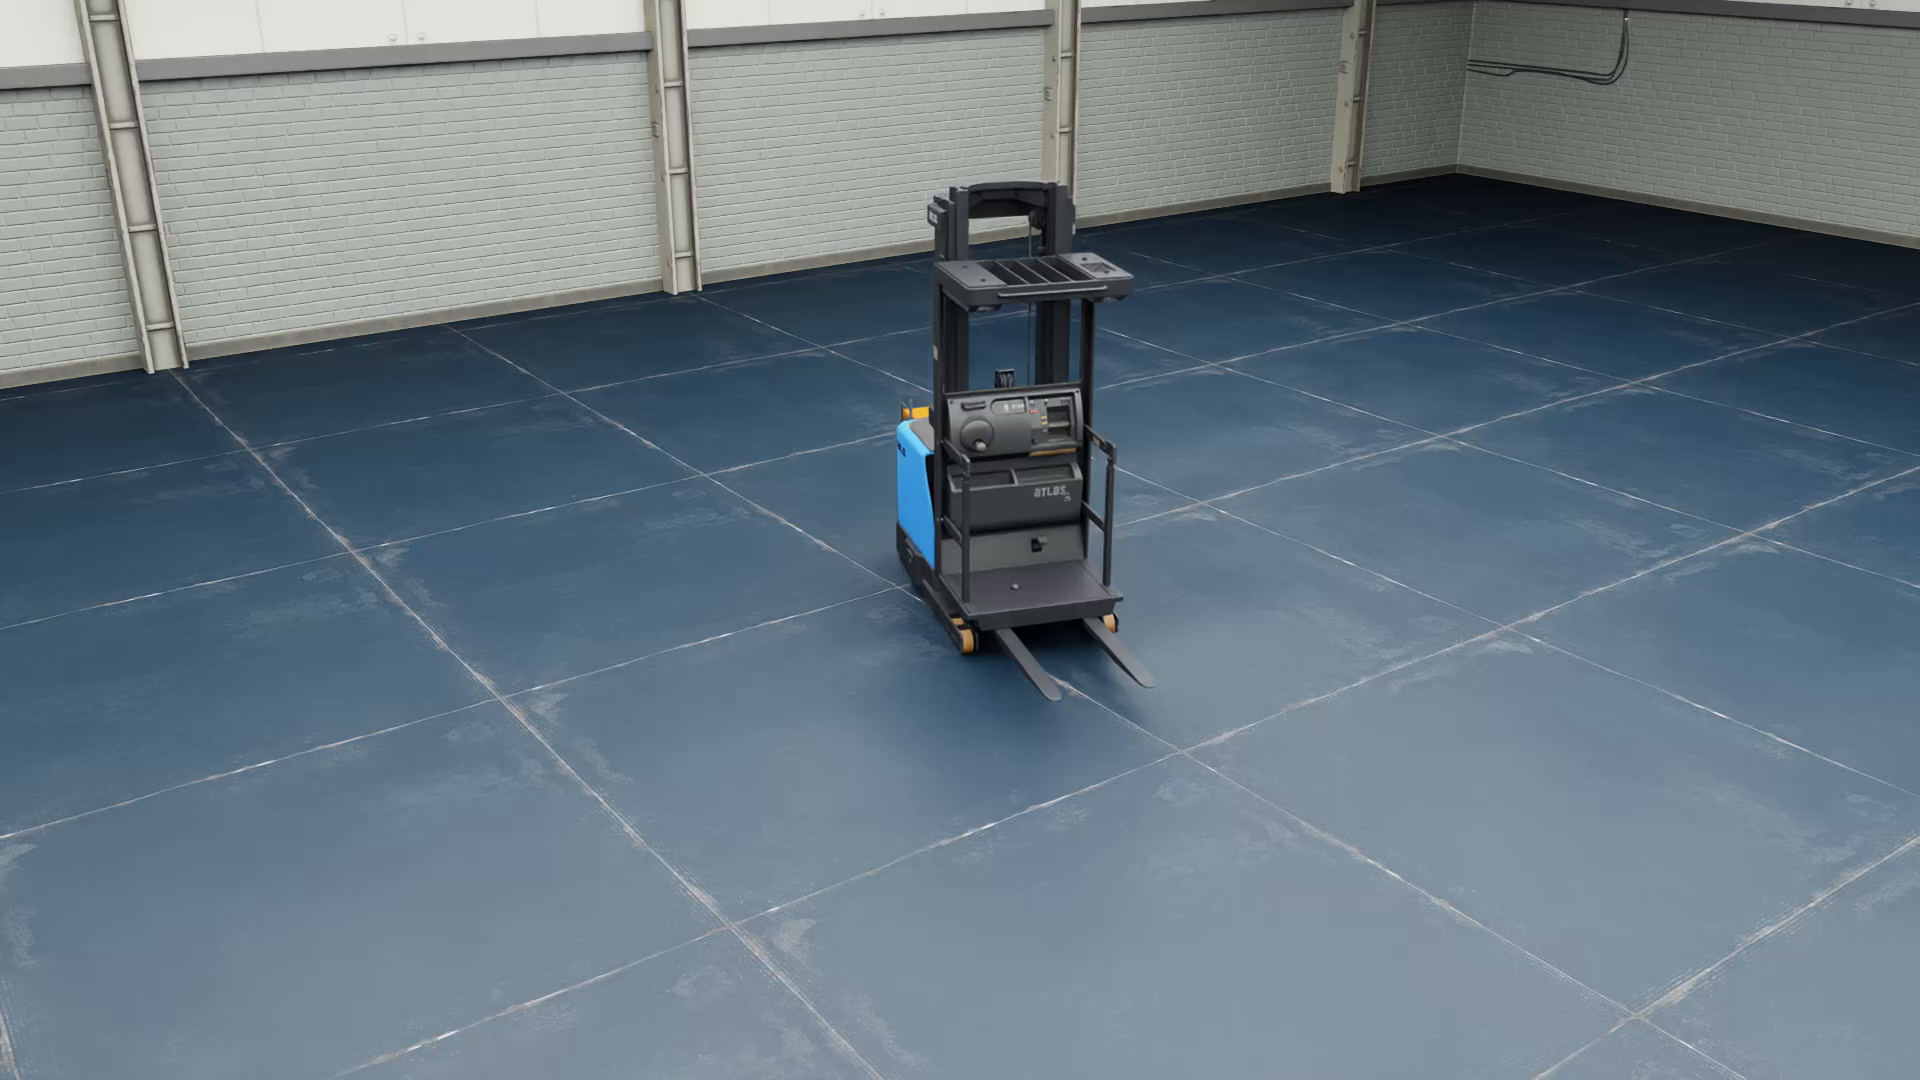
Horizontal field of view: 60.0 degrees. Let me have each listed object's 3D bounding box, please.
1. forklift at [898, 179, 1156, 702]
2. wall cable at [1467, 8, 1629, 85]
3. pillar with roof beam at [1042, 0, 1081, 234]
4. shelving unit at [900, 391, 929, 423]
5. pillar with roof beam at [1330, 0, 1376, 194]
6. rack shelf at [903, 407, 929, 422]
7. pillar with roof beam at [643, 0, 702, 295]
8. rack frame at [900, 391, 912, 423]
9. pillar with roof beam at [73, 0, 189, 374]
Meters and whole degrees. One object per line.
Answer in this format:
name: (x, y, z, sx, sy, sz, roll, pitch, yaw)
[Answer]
forklift: (0.429, -0.769, 10.868, 1.121, 2.935, 3.031, -6, 23, -15)
wall cable: (9.449, -8.684, 26.706, 0.112, 2.526, 3.097, -15, 26, -33)
pillar with roof beam: (3.929, -7.292, 19.029, 0.400, 9.000, 9.100, -15, 26, -33)
shelving unit: (-0.173, -0.545, 12.643, 0.499, 1.200, 0.258, -8, 23, -19)
pillar with roof beam: (8.799, -8.591, 22.283, 0.400, 9.000, 9.100, -15, 26, -33)
rack shelf: (-0.171, -0.910, 12.498, 0.480, 0.148, 0.258, -8, 23, -19)
pillar with roof beam: (-0.941, -5.993, 15.774, 0.400, 9.000, 9.100, -15, 26, -33)
rack frame: (-0.400, -0.514, 12.565, 0.015, 1.200, 0.240, -8, 23, -19)
pillar with roof beam: (-5.812, -4.695, 12.520, 0.400, 9.000, 9.100, -15, 26, -33)
